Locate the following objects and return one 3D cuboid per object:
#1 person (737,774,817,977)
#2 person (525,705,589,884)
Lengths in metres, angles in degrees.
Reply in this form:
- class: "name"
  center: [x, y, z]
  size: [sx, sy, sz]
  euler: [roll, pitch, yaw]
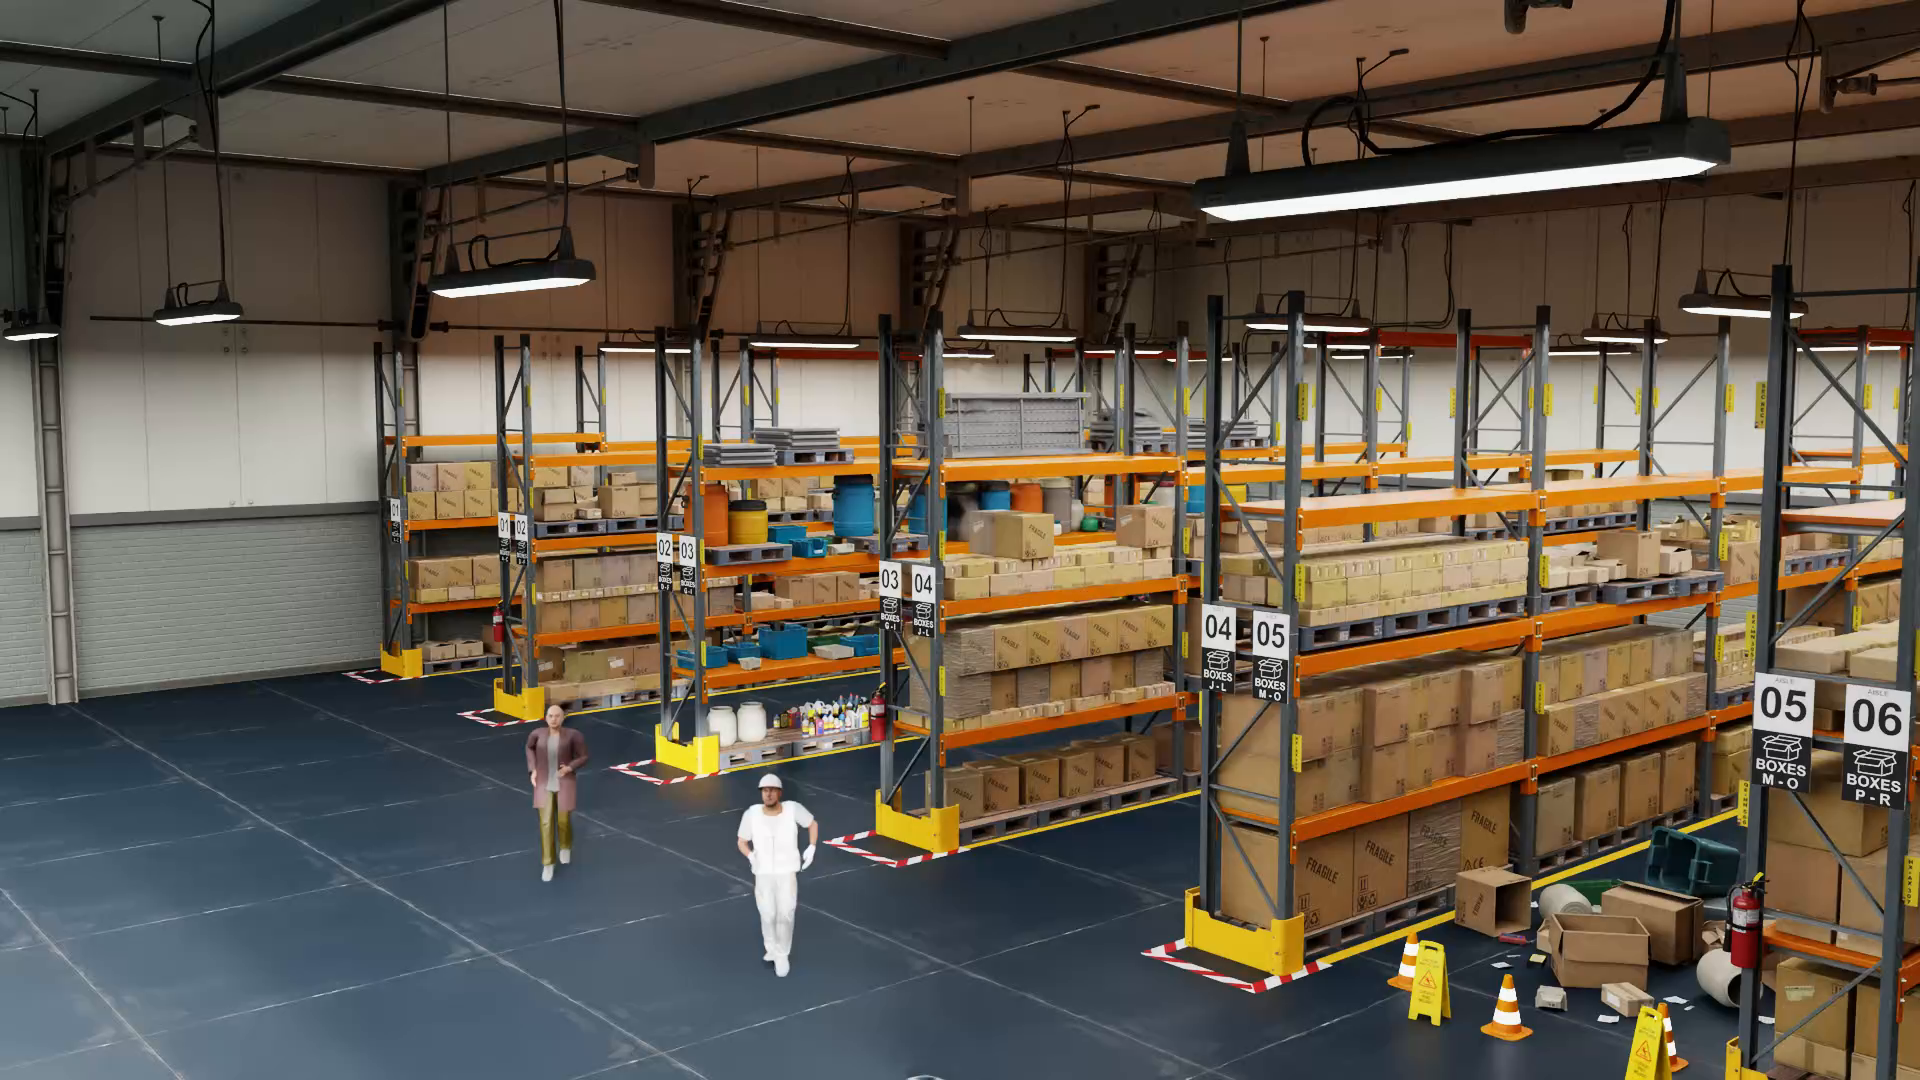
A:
- class: "person"
  center: [-1.627, 2.959, 14.724]
  size: [0.693, 1.782, 0.705]
  euler: [0, 5, 1]
- class: "person"
  center: [-4.308, 2.662, 17.770]
  size: [0.697, 1.823, 0.899]
  euler: [0, 5, -5]
